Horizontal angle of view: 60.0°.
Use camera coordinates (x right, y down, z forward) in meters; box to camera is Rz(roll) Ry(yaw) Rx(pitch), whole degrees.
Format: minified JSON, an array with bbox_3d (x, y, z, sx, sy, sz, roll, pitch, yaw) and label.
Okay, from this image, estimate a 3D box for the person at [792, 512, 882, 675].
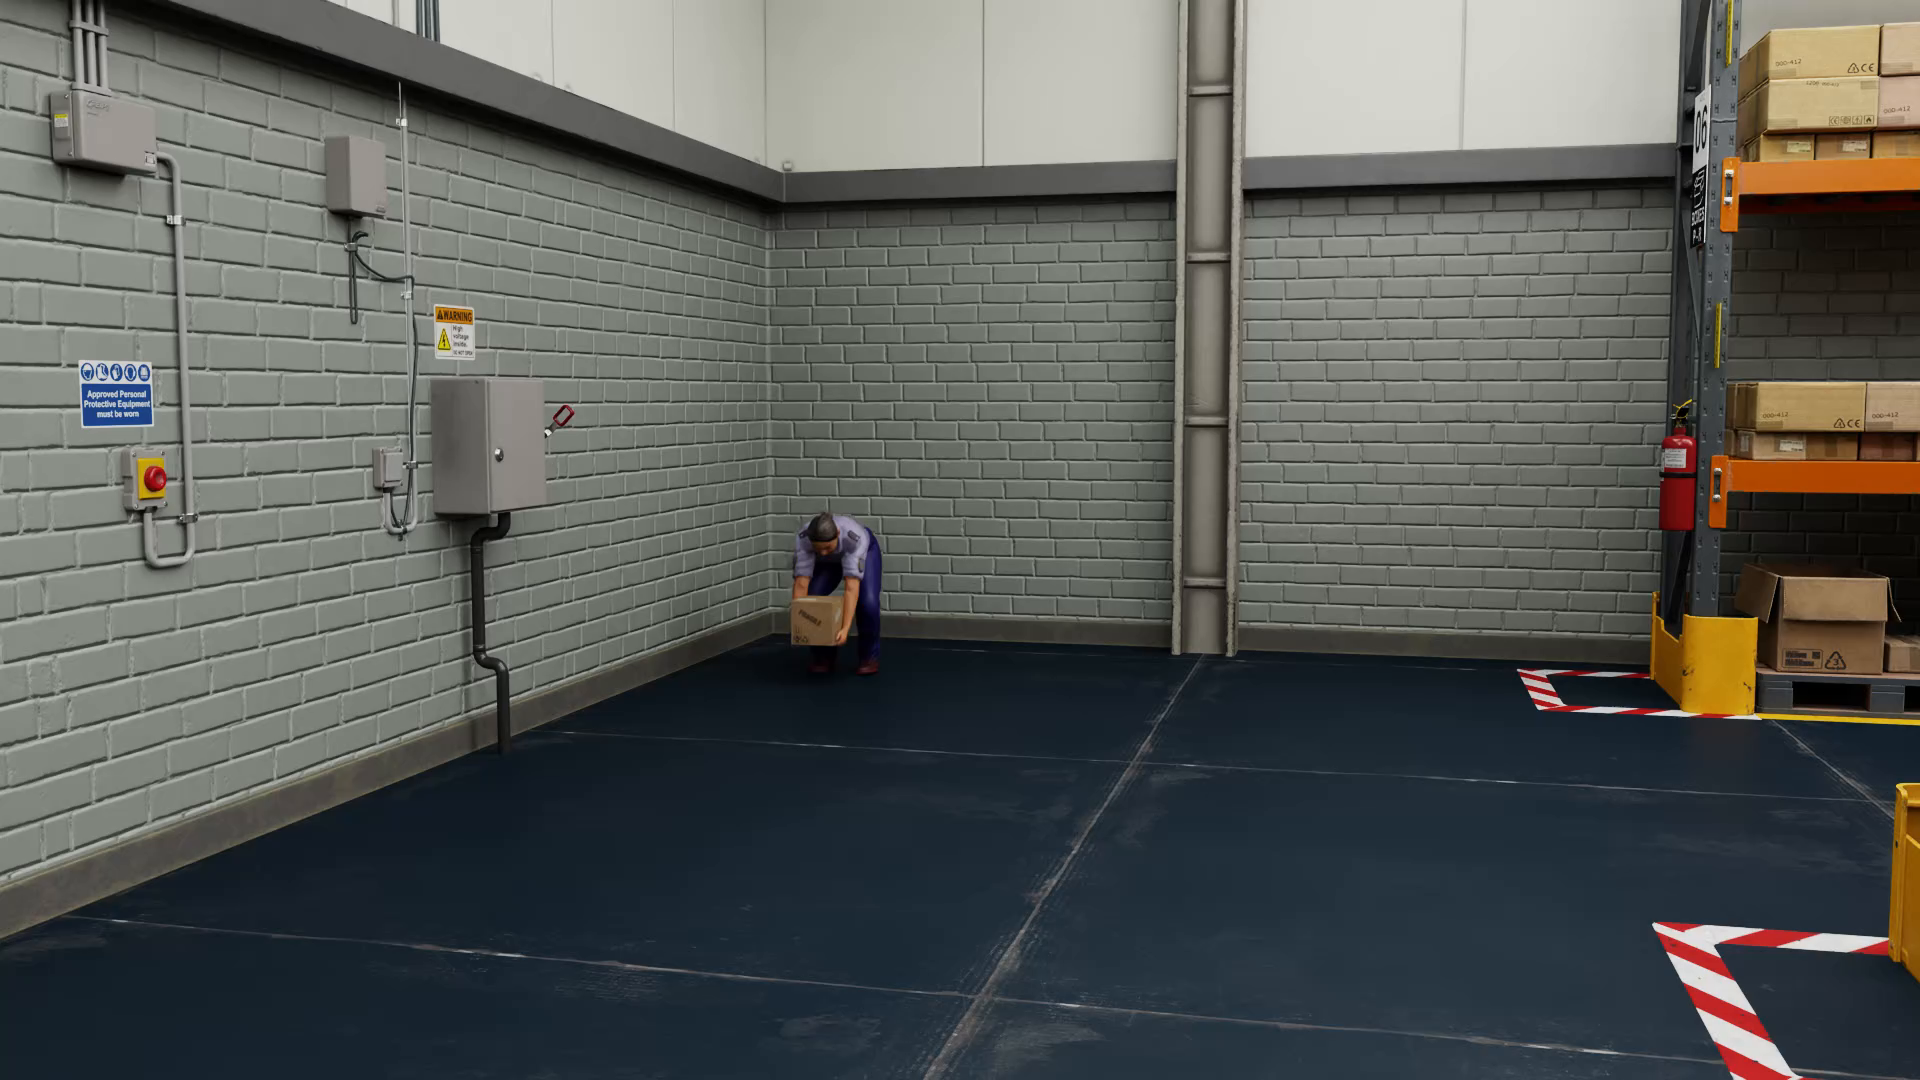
[{"bbox_3d":[-0.721,0.319,9.694,0.518,0.960,0.893,1,5,11],"label":"person"}]
